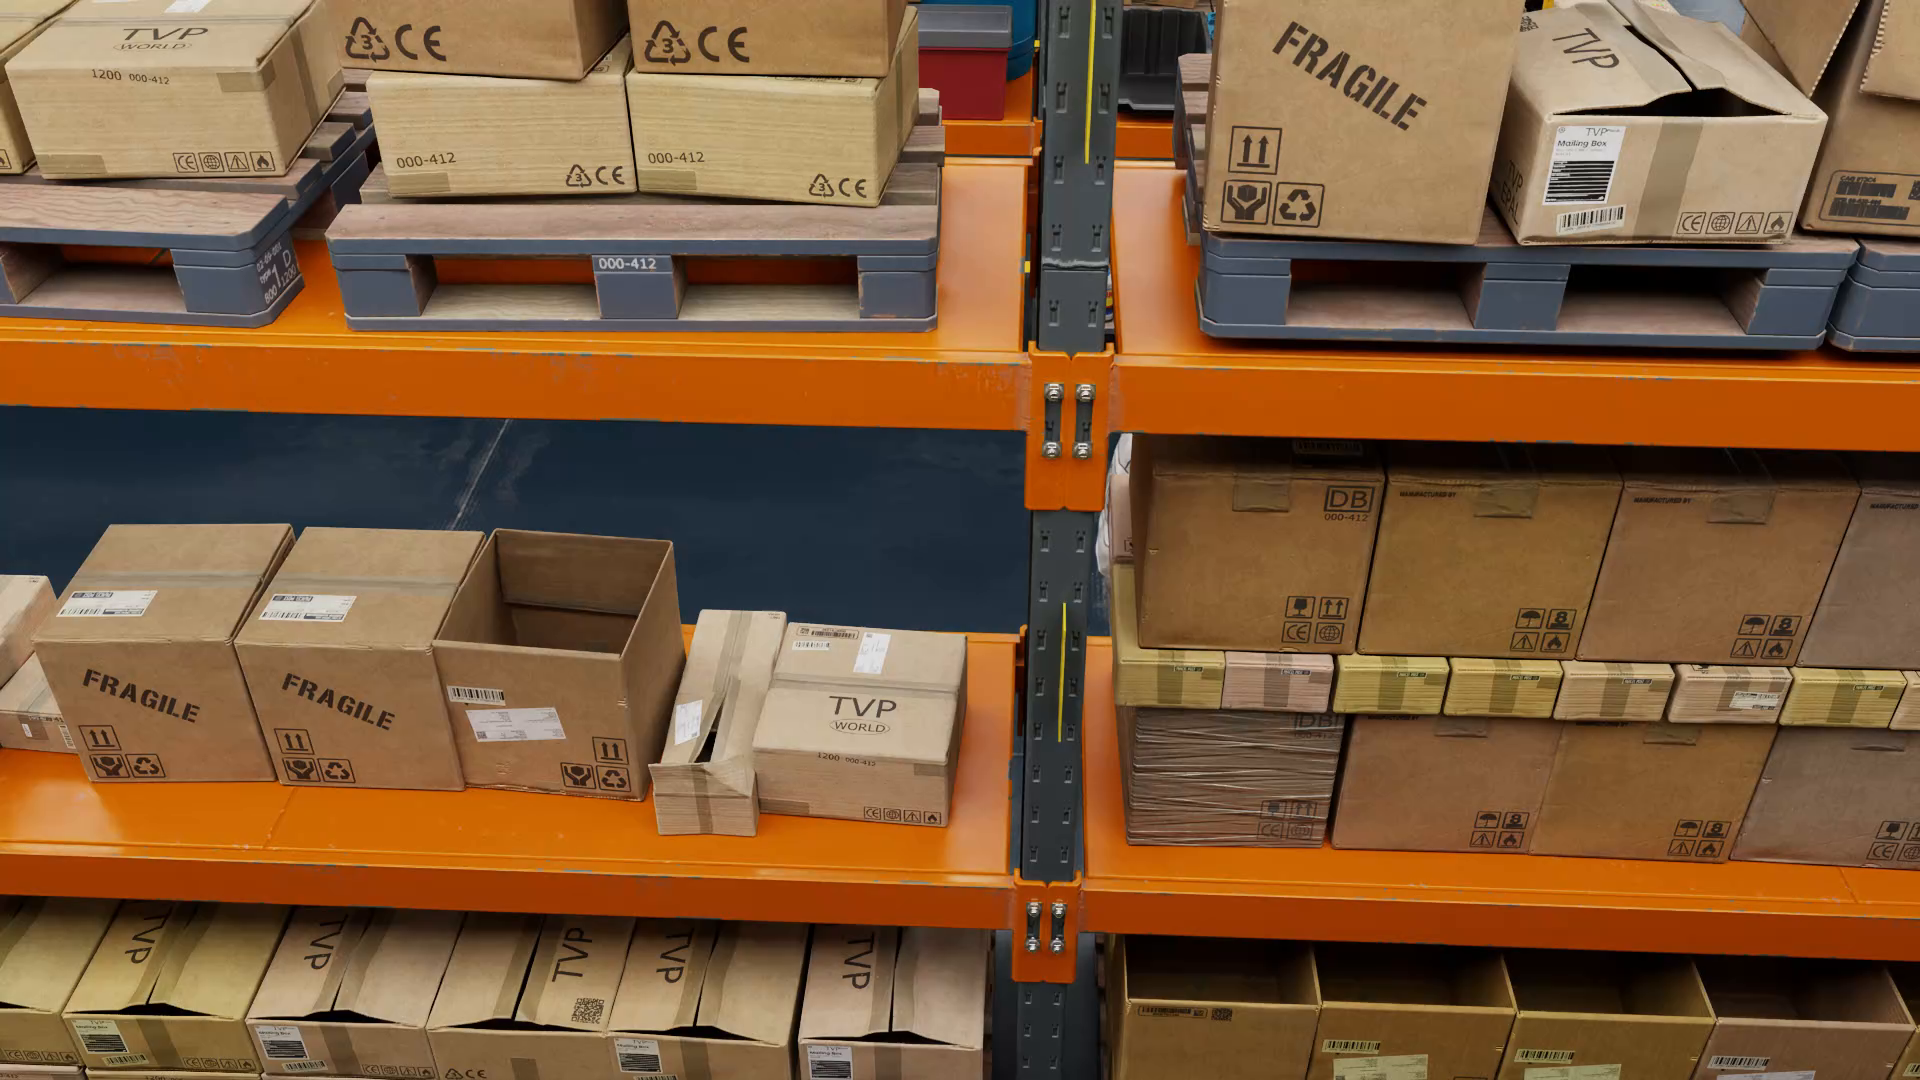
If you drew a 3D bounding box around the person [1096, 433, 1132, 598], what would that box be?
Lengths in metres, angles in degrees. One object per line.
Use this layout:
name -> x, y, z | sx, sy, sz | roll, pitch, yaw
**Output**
person -> 0.681, 0.093, 6.015 | 0.378, 1.663, 0.534 | 2, 36, 2
